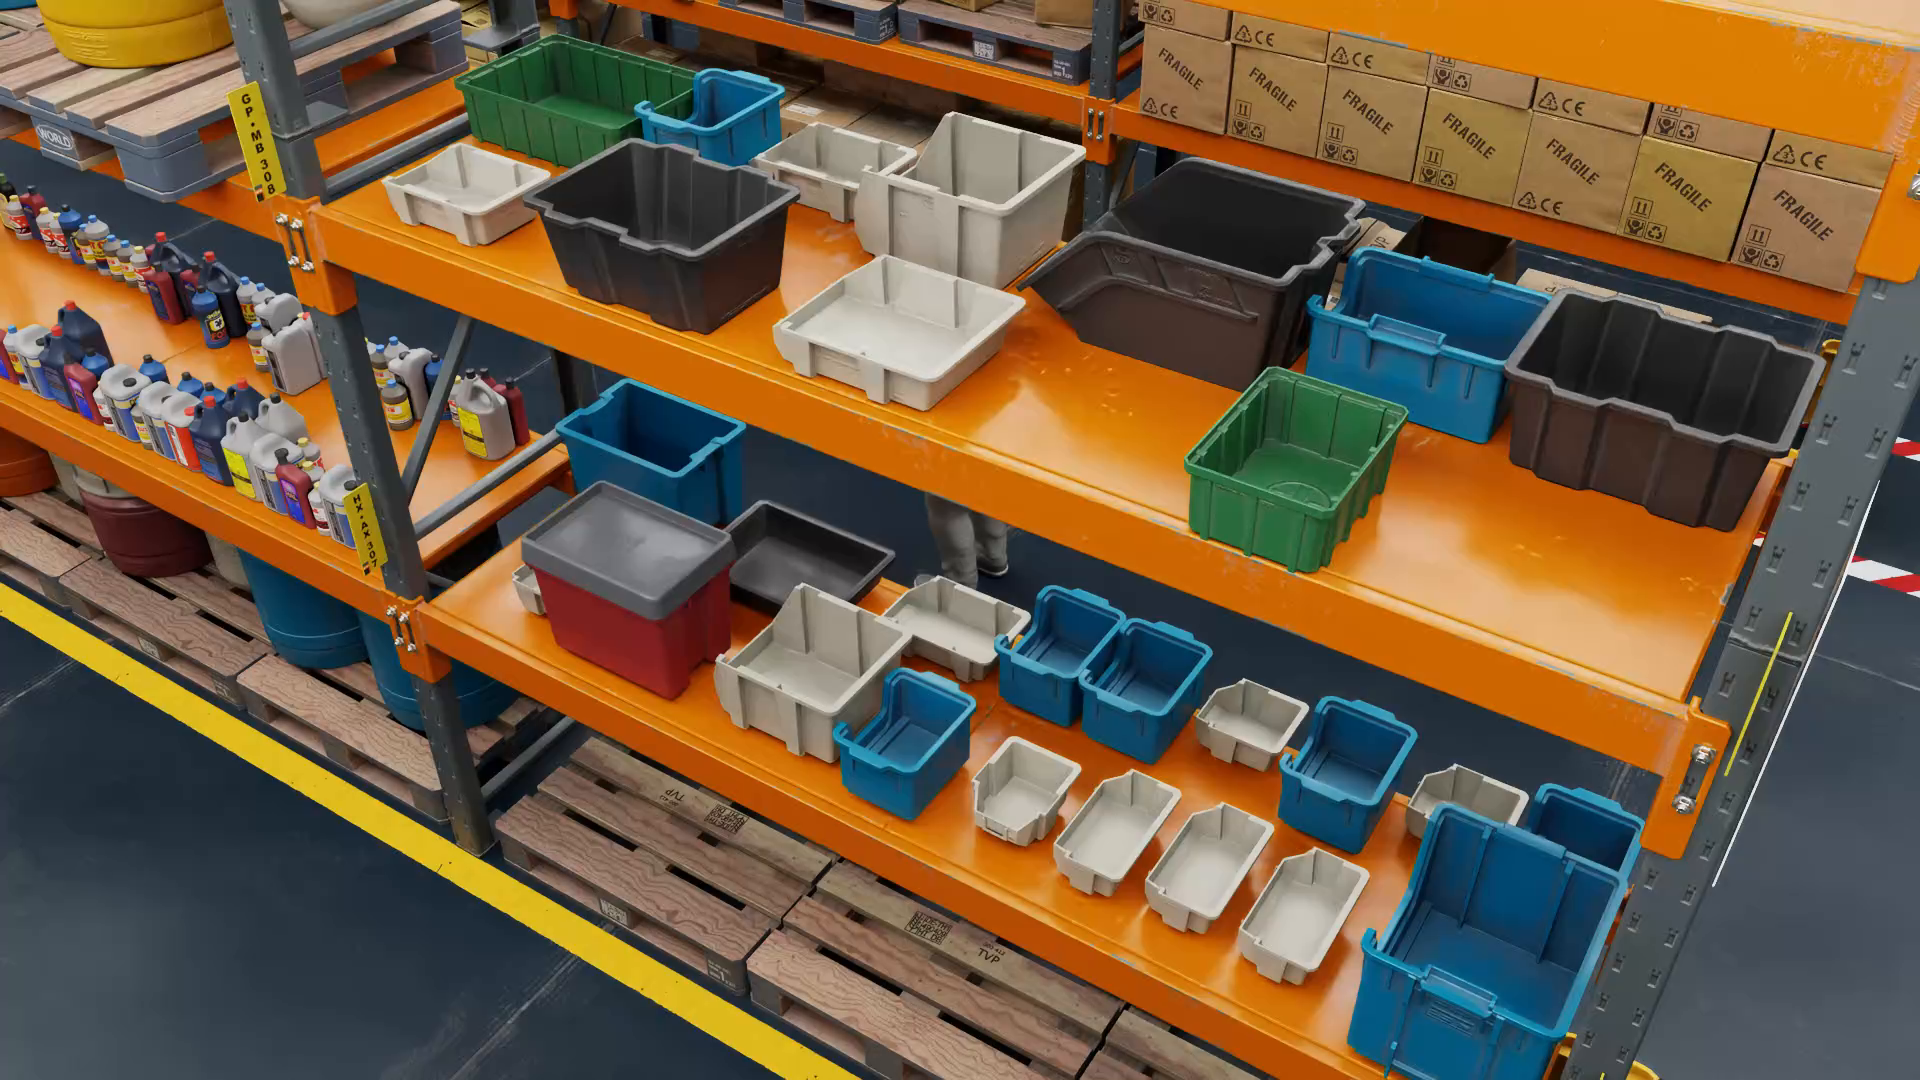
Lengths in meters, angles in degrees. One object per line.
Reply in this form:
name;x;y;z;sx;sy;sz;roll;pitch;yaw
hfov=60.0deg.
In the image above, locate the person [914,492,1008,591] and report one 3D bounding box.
person;-0.028;-0.506;7.302;0.573;1.768;0.493;22;43;25
